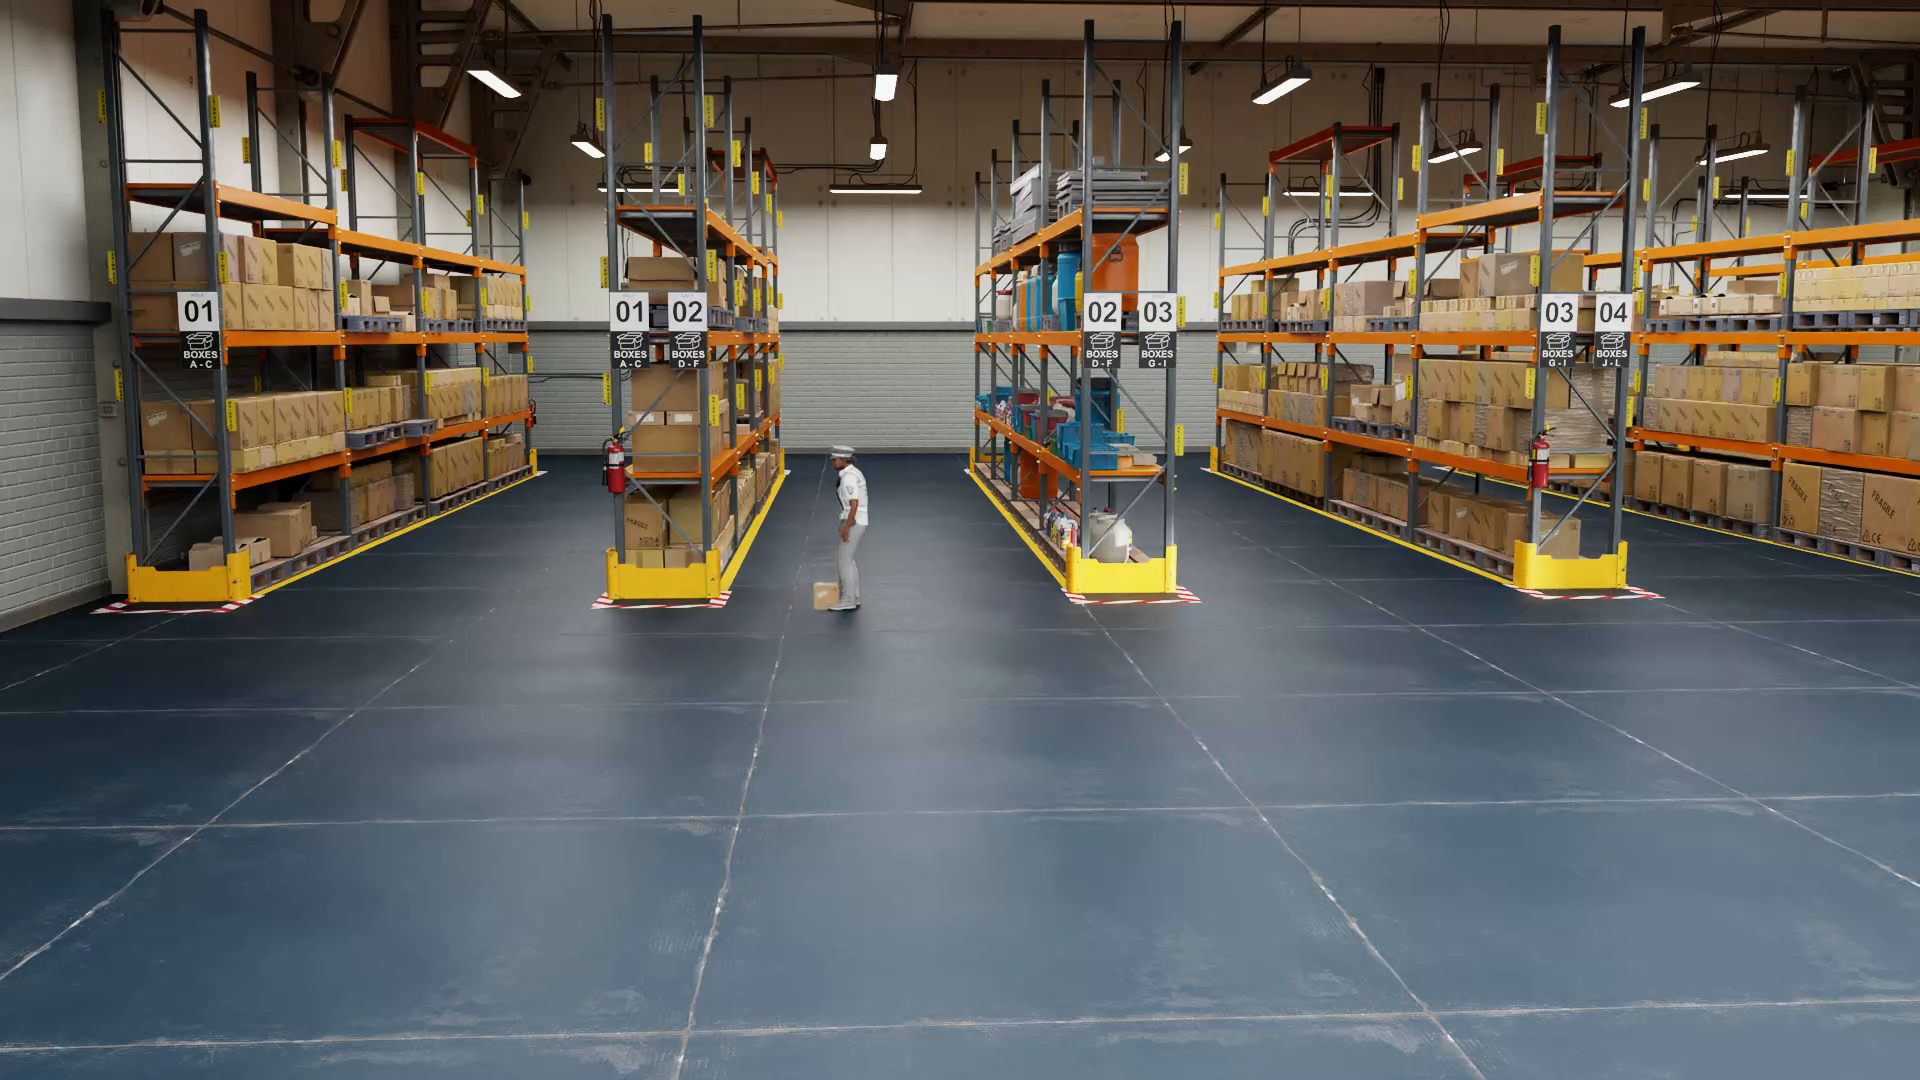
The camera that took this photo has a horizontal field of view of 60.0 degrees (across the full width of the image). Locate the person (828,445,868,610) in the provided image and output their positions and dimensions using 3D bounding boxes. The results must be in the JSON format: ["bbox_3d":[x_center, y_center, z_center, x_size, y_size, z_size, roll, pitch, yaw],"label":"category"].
[{"bbox_3d":[-1.144,-0.132,16.835,0.425,1.659,0.506,-1,7,-6],"label":"person"}]
